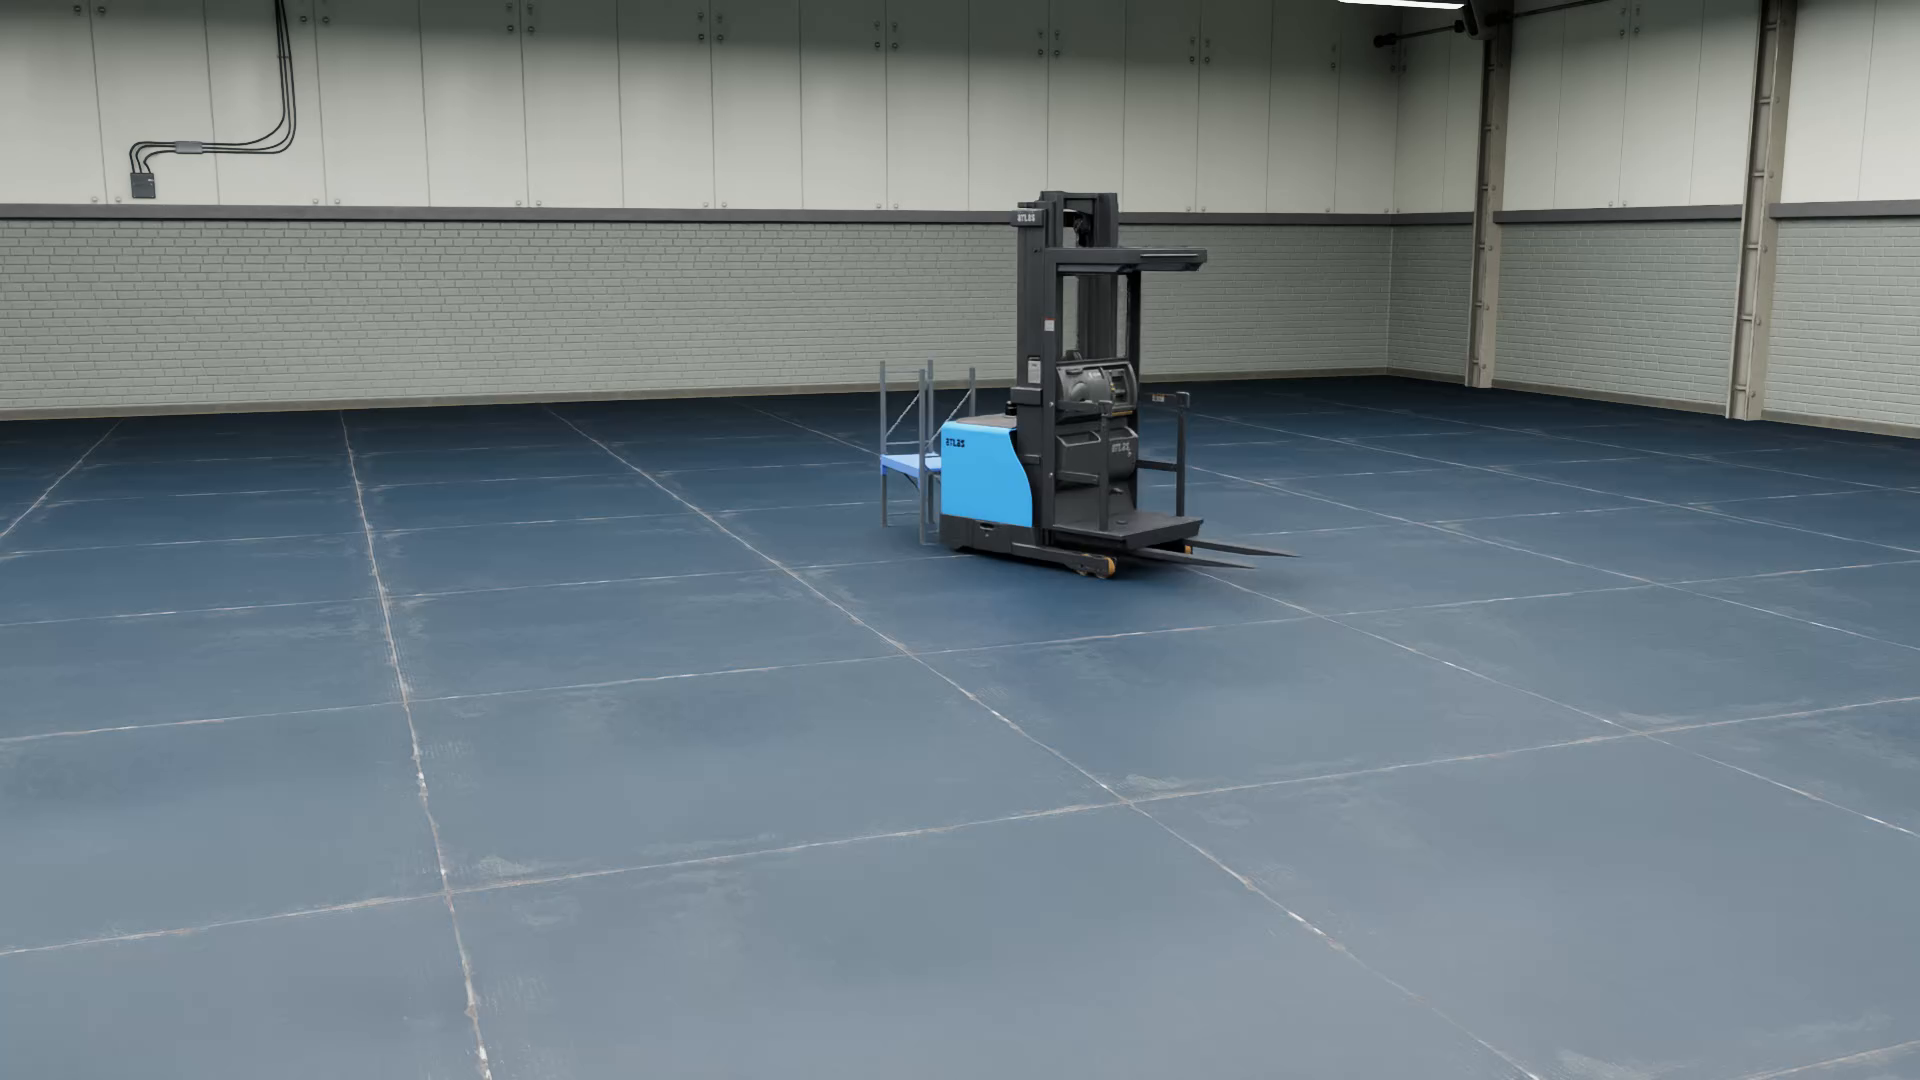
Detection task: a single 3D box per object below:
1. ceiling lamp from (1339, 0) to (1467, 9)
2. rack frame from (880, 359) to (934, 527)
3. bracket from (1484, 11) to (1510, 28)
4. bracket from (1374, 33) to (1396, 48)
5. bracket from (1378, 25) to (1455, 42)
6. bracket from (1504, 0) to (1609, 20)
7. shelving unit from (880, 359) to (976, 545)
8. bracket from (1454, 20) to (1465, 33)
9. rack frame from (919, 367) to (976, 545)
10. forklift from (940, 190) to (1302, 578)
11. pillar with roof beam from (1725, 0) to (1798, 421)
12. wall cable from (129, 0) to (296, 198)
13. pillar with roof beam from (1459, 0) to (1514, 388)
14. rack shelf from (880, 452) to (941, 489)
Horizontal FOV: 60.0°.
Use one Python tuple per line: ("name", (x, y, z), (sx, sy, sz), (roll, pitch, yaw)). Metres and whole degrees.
("ceiling lamp", (6.113, -9.117, 23.314), (2.000, 3.185, 0.800), (-4, 11, -21))
("rack frame", (-0.478, -0.878, 15.071), (0.500, 1.500, 0.032), (-4, 11, -21))
("bracket", (9.156, -8.871, 28.318), (0.235, 0.232, 0.430), (-4, 11, -21))
("bracket", (7.996, -9.393, 31.254), (0.235, 0.232, 0.430), (-4, 11, -21))
("bracket", (8.210, -9.297, 30.712), (0.076, 0.066, 3.189), (-4, 11, -21))
("bracket", (10.089, -8.450, 25.953), (0.076, 0.066, 4.783), (-4, 11, -21))
("shelving unit", (-0.292, -0.795, 14.606), (0.538, 1.500, 1.048), (-4, 11, -21))
("bracket", (8.855, -9.006, 29.079), (0.235, 0.232, 0.430), (-4, 11, -21))
("rack frame", (-0.105, -0.712, 14.140), (0.500, 1.500, 0.032), (-4, 11, -21))
("forklift", (1.246, -1.250, 13.077), (3.031, 2.935, 1.130), (9, 14, 43))
("pillar with roof beam", (7.498, -5.936, 22.099), (9.100, 9.000, 0.400), (-4, 11, -21))
("wall cable", (-11.004, -8.029, 24.152), (2.305, 6.003, 0.169), (-4, 11, -21))
("pillar with roof beam", (5.324, -6.916, 27.604), (9.100, 9.000, 0.548), (-4, 11, -21))
("rack shelf", (-0.292, -0.618, 14.637), (0.538, 0.185, 1.000), (-4, 11, -21))
